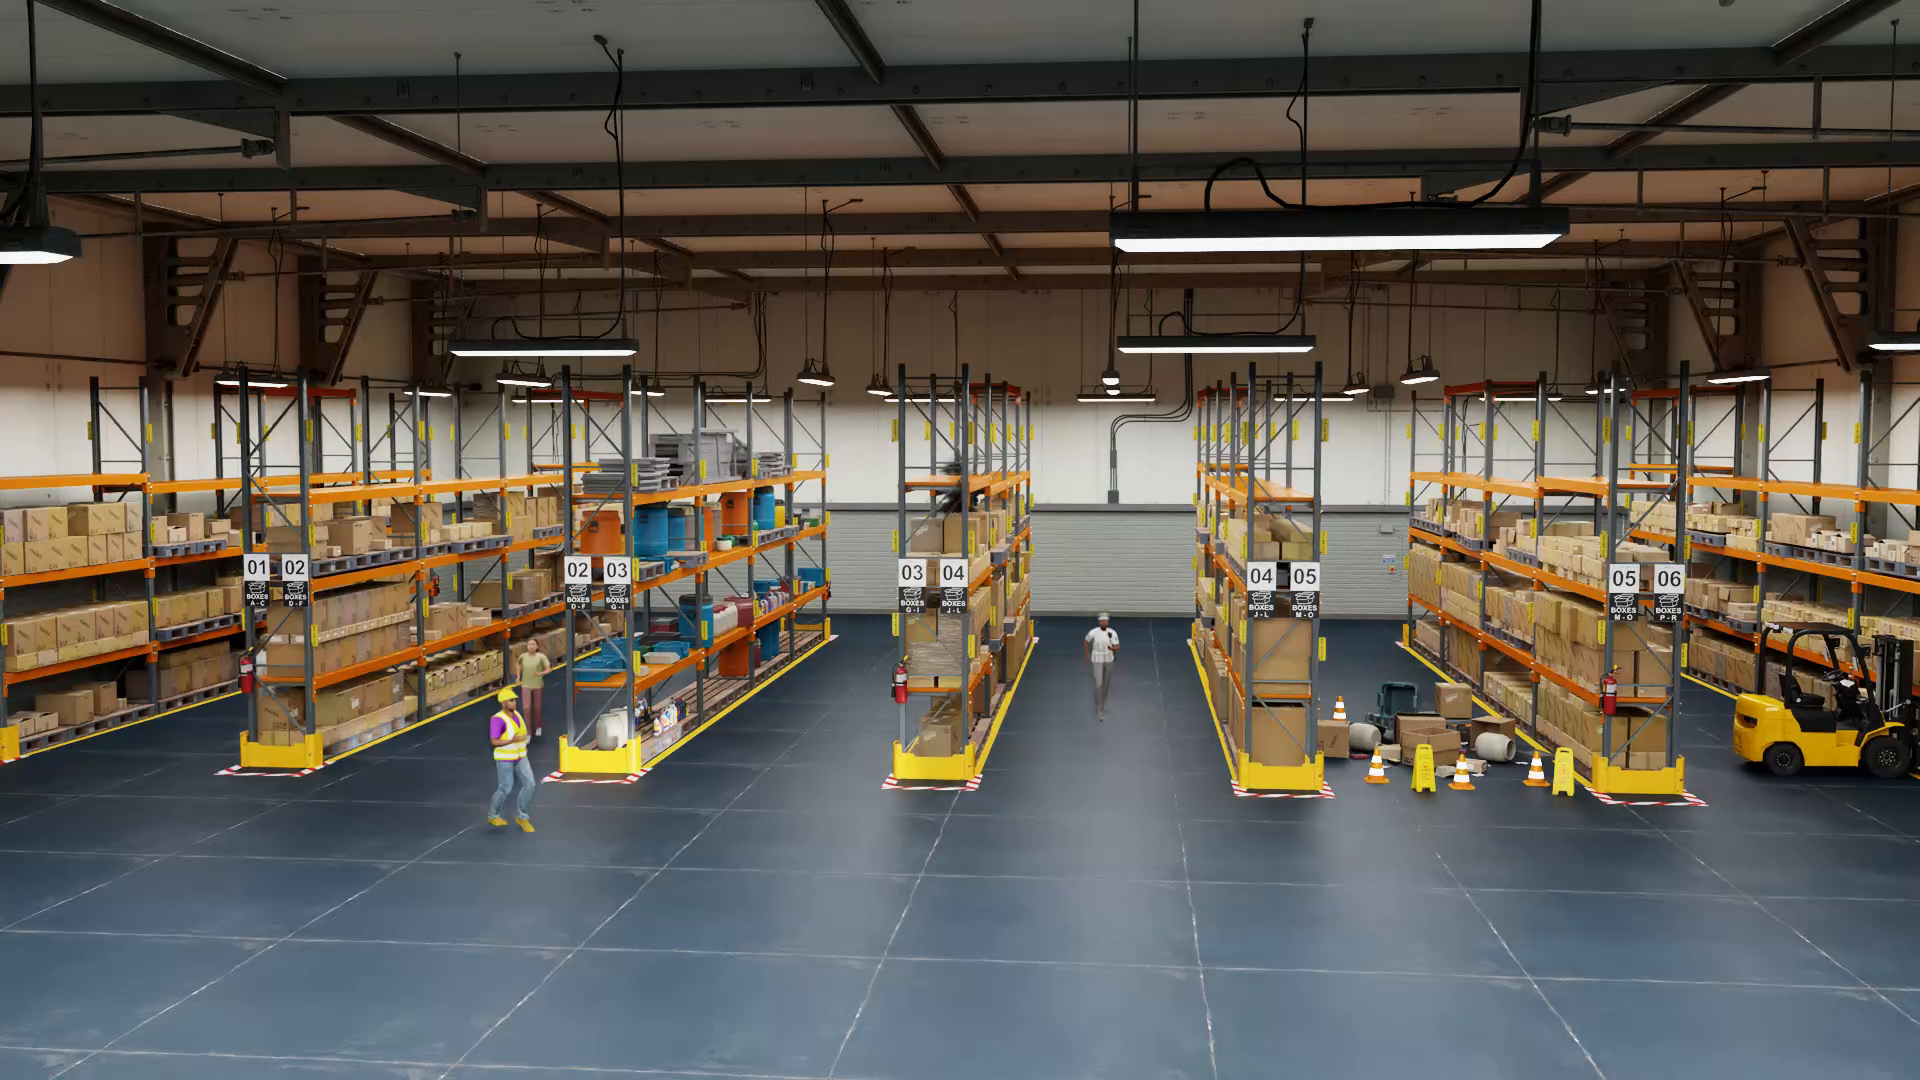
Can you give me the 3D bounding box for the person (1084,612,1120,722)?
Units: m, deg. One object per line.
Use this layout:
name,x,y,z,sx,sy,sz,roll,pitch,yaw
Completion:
person,2.381,2.097,27.738,0.546,1.796,0.717,-1,4,-9

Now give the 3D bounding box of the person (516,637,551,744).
person,-6.925,2.413,27.002,0.578,1.675,0.882,0,4,-8

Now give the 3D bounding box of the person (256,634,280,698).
person,-11.643,2.392,27.905,0.603,1.628,0.573,0,4,3

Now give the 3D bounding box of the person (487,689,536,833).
person,-5.630,2.782,20.868,0.717,1.825,0.674,2,4,28
